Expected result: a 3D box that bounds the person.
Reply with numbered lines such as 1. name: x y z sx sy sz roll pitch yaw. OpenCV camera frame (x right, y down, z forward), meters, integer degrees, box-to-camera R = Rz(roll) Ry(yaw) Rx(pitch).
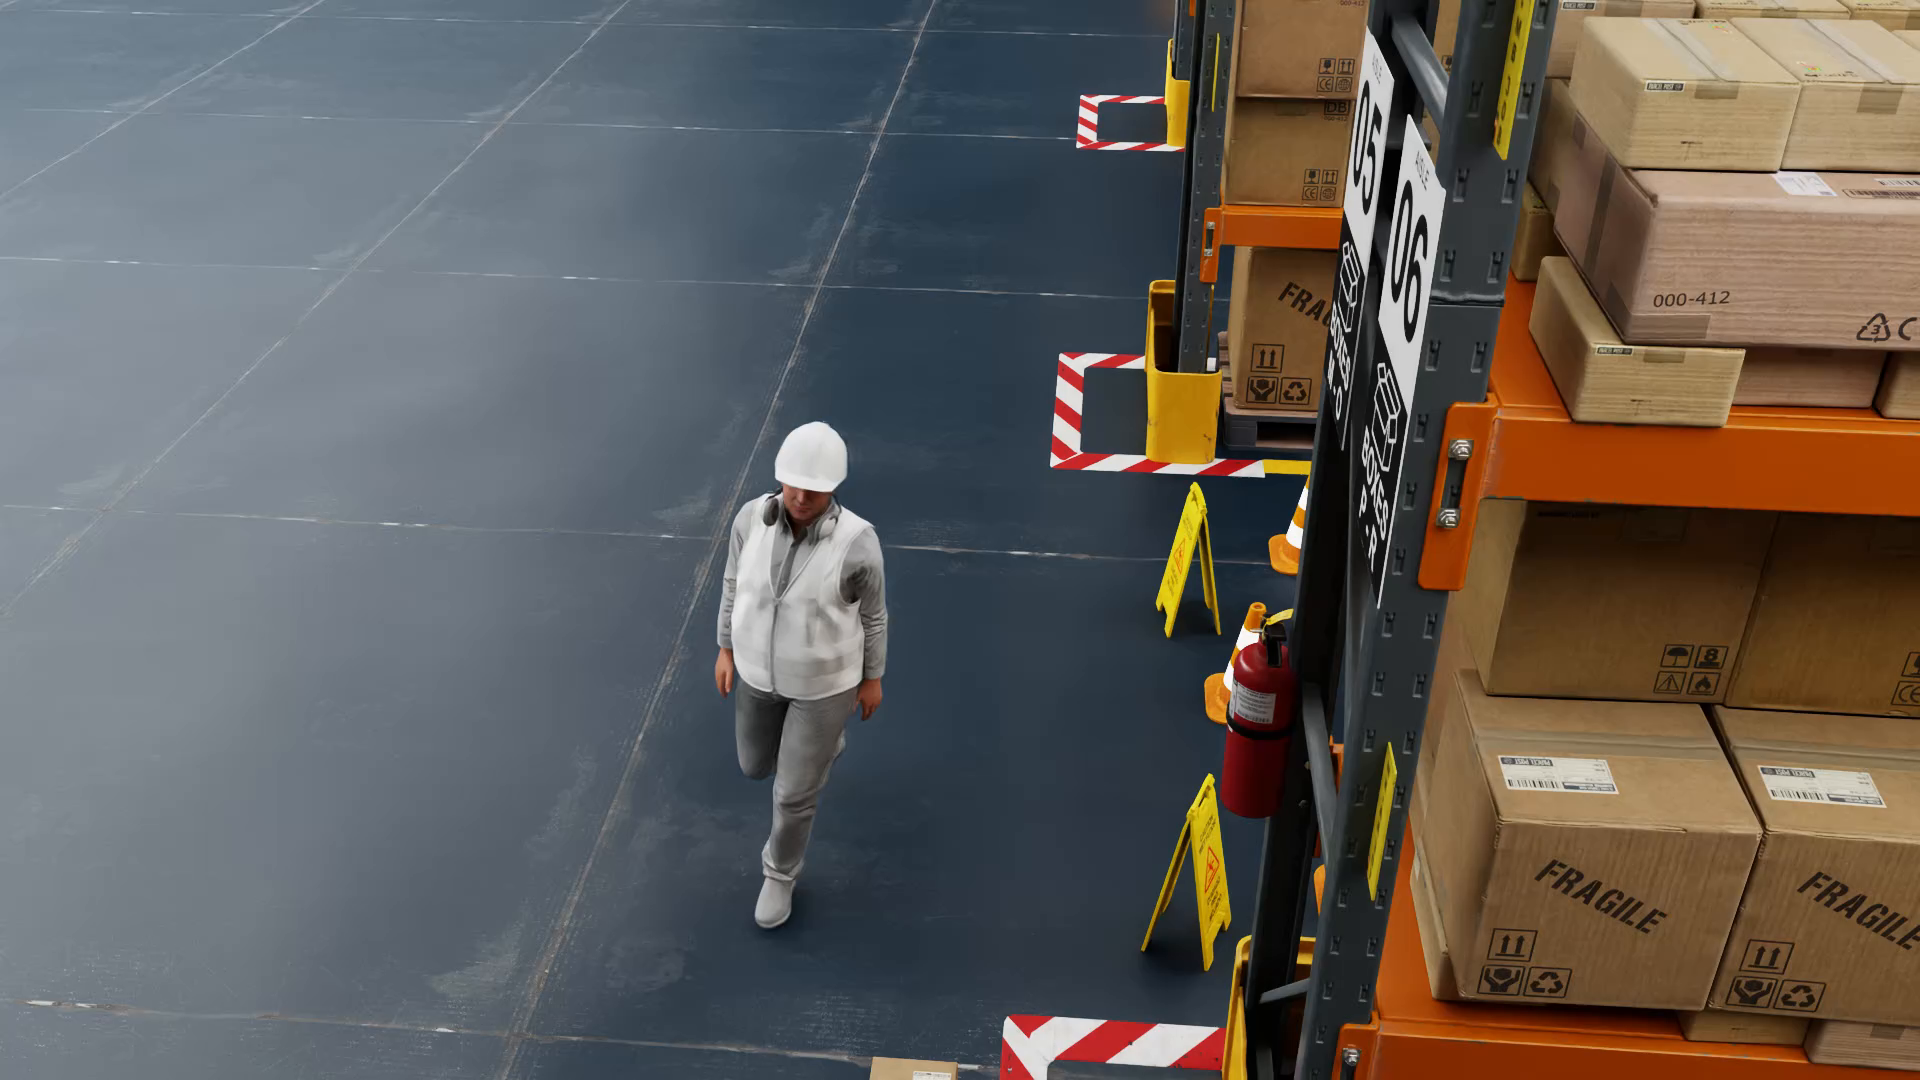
1. person: -0.520 0.398 5.463 0.584 1.734 0.796 13 34 20
